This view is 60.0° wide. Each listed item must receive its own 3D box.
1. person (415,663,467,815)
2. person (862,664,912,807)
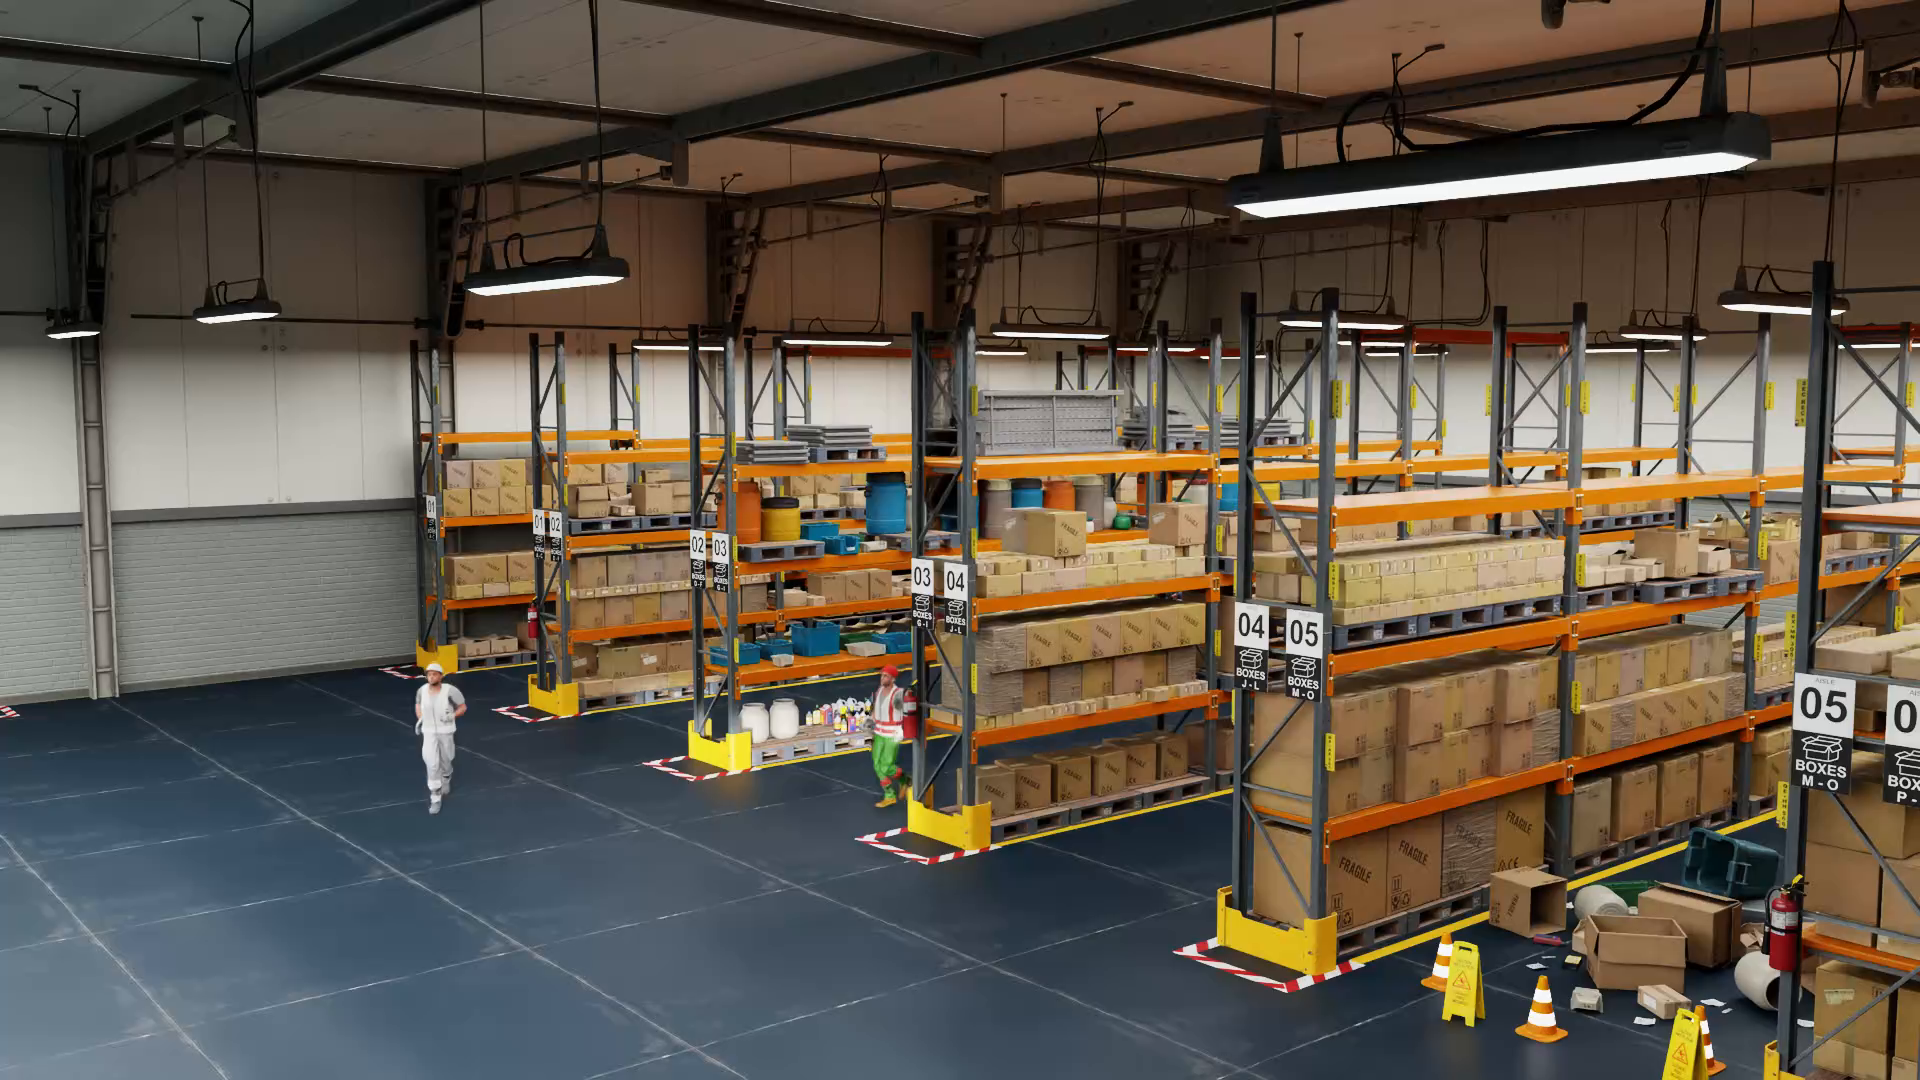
[{"bbox_3d":[-6.376,2.388,20.408,0.639,1.794,0.916,-1,5,-7],"label":"person"},{"bbox_3d":[-0.874,2.405,20.462,0.667,1.759,0.598,5,7,45],"label":"person"}]
